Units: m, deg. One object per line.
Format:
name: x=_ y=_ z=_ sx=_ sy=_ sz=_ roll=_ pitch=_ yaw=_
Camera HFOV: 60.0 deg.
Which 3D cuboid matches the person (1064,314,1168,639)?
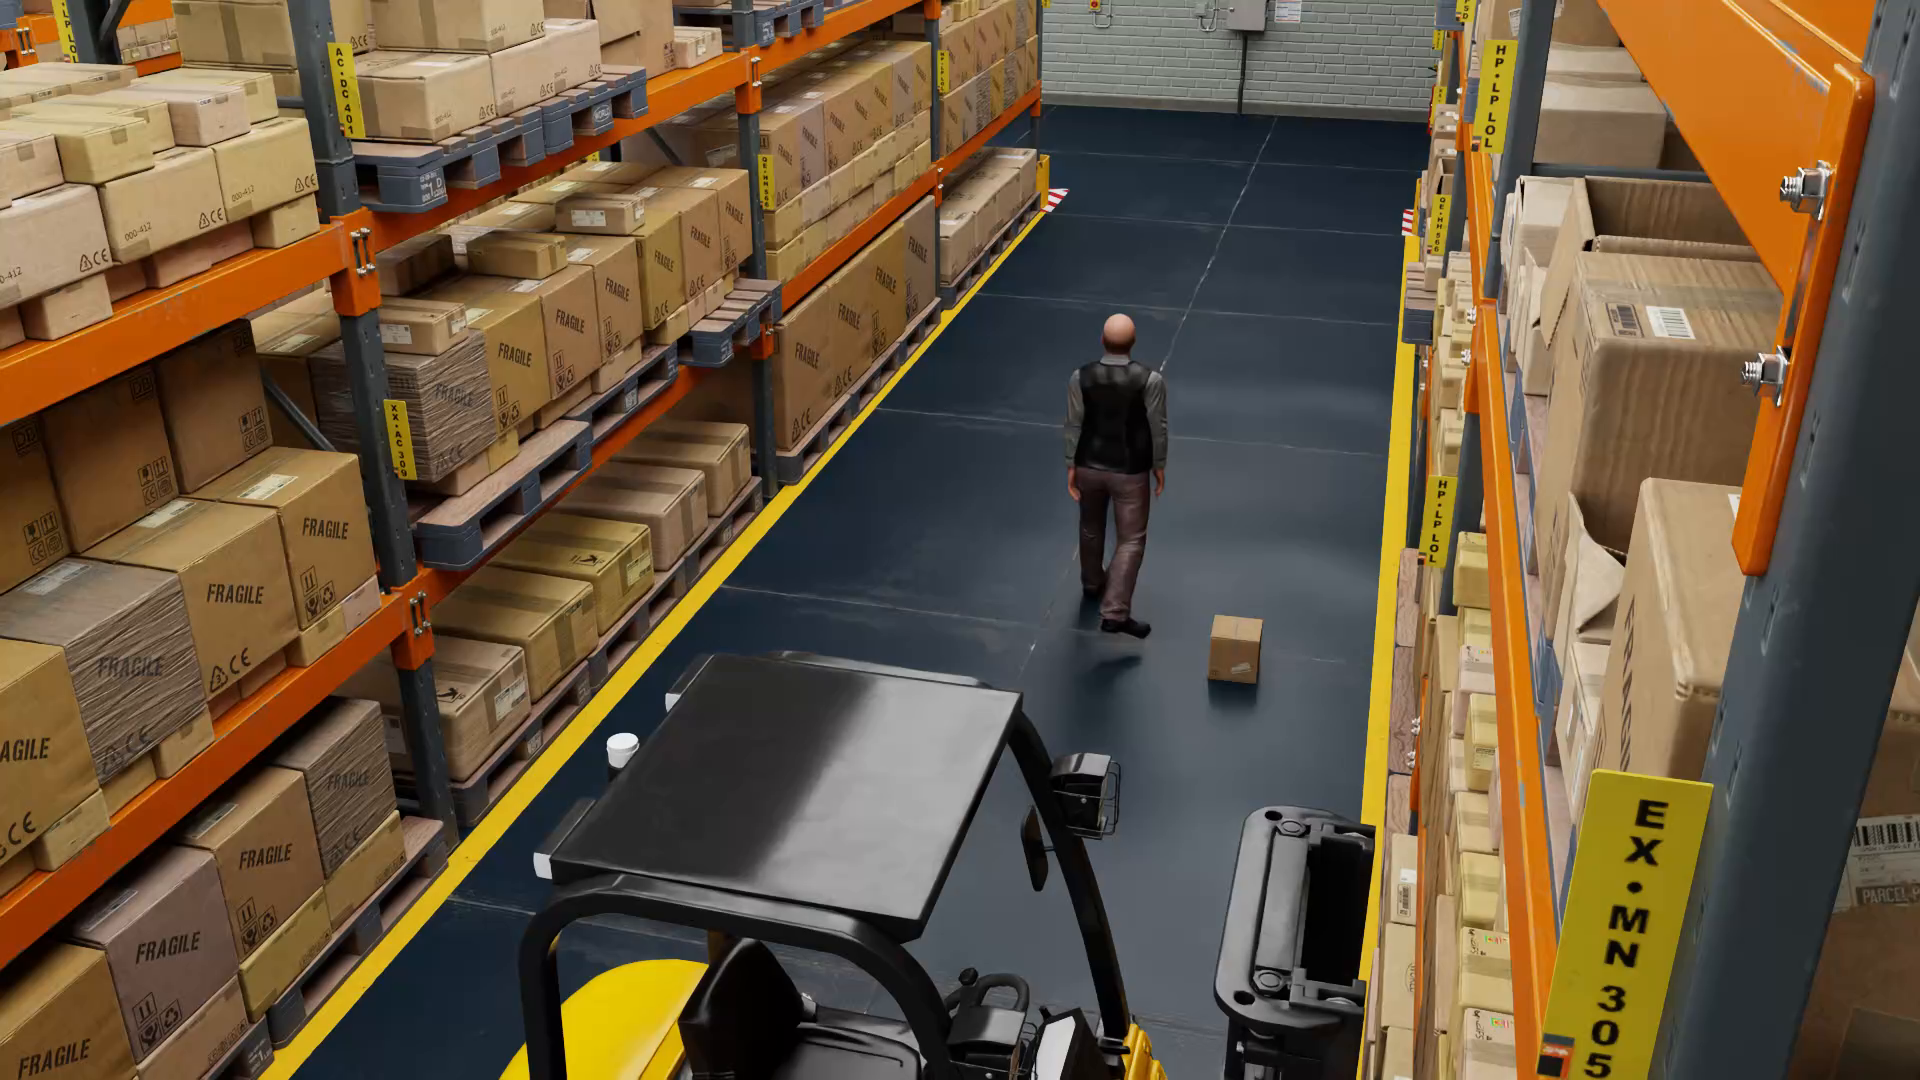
person: x=0.832 y=-0.351 z=8.887 sx=0.586 sy=1.706 sz=0.923 roll=9 pitch=27 yaw=18
